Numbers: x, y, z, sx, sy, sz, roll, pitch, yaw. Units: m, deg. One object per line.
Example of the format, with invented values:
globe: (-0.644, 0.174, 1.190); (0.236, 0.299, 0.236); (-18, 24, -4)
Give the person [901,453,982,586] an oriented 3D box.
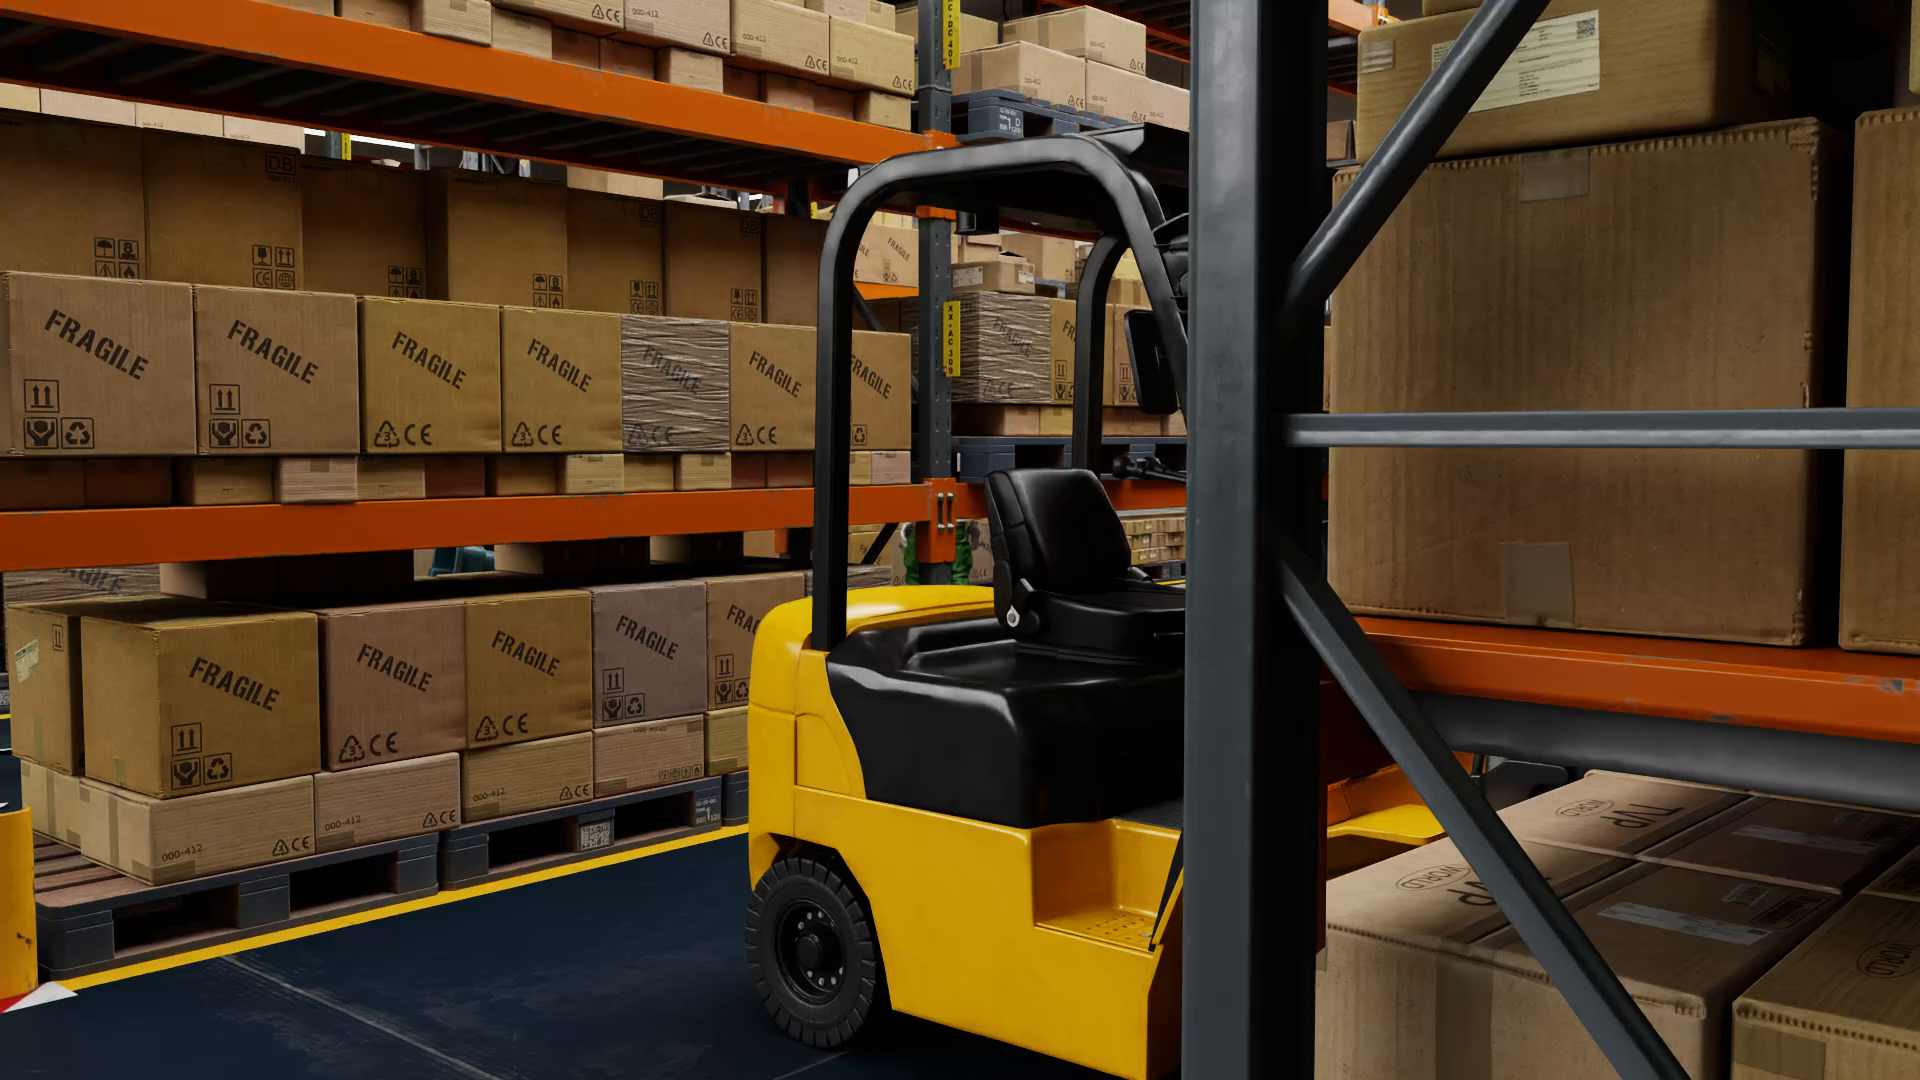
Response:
person: (-0.156, -0.002, 11.778); (0.616, 1.512, 0.889); (-1, 4, -16)
